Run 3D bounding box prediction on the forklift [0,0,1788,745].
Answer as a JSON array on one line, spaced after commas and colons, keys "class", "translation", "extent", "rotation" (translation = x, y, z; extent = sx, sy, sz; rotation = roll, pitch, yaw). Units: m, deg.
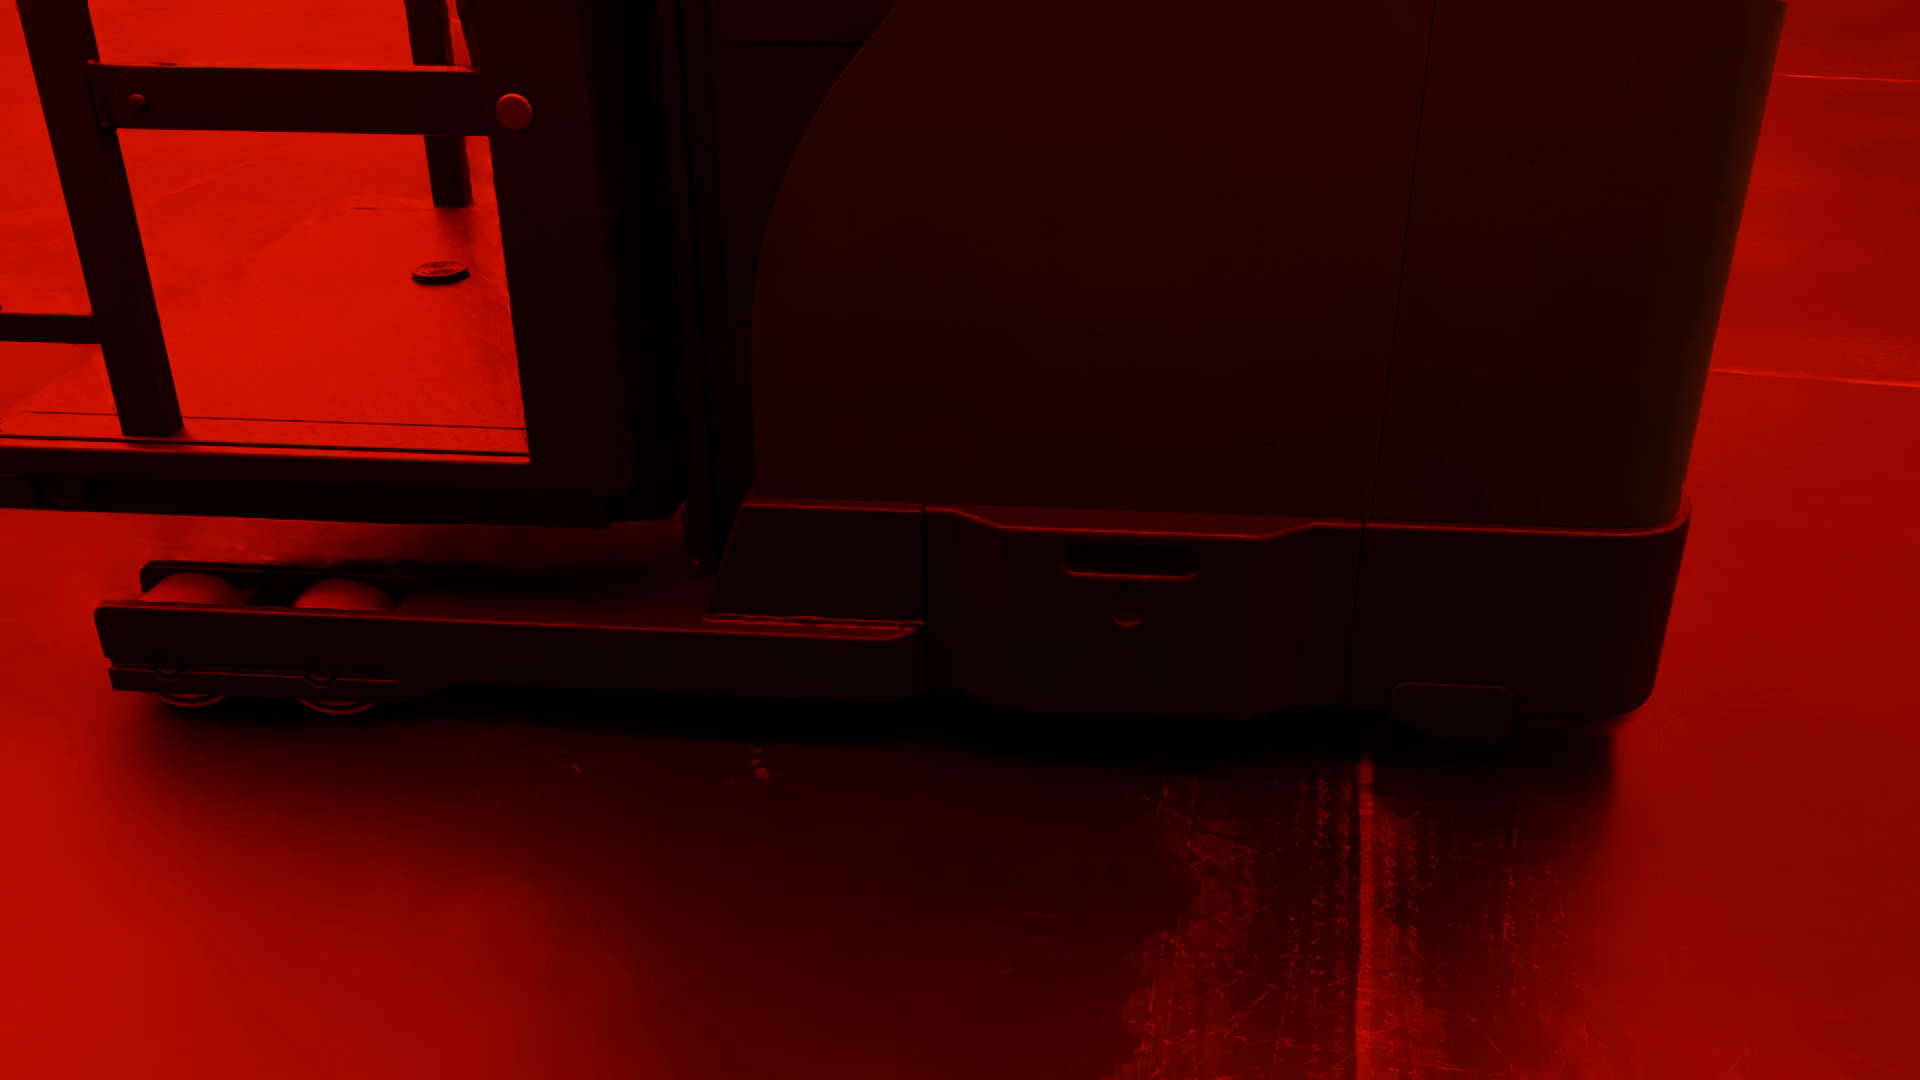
[{"class": "forklift", "translation": [-0.640, -1.325, 1.873], "extent": [3.031, 2.935, 1.130], "rotation": [2, 27, 4]}]
